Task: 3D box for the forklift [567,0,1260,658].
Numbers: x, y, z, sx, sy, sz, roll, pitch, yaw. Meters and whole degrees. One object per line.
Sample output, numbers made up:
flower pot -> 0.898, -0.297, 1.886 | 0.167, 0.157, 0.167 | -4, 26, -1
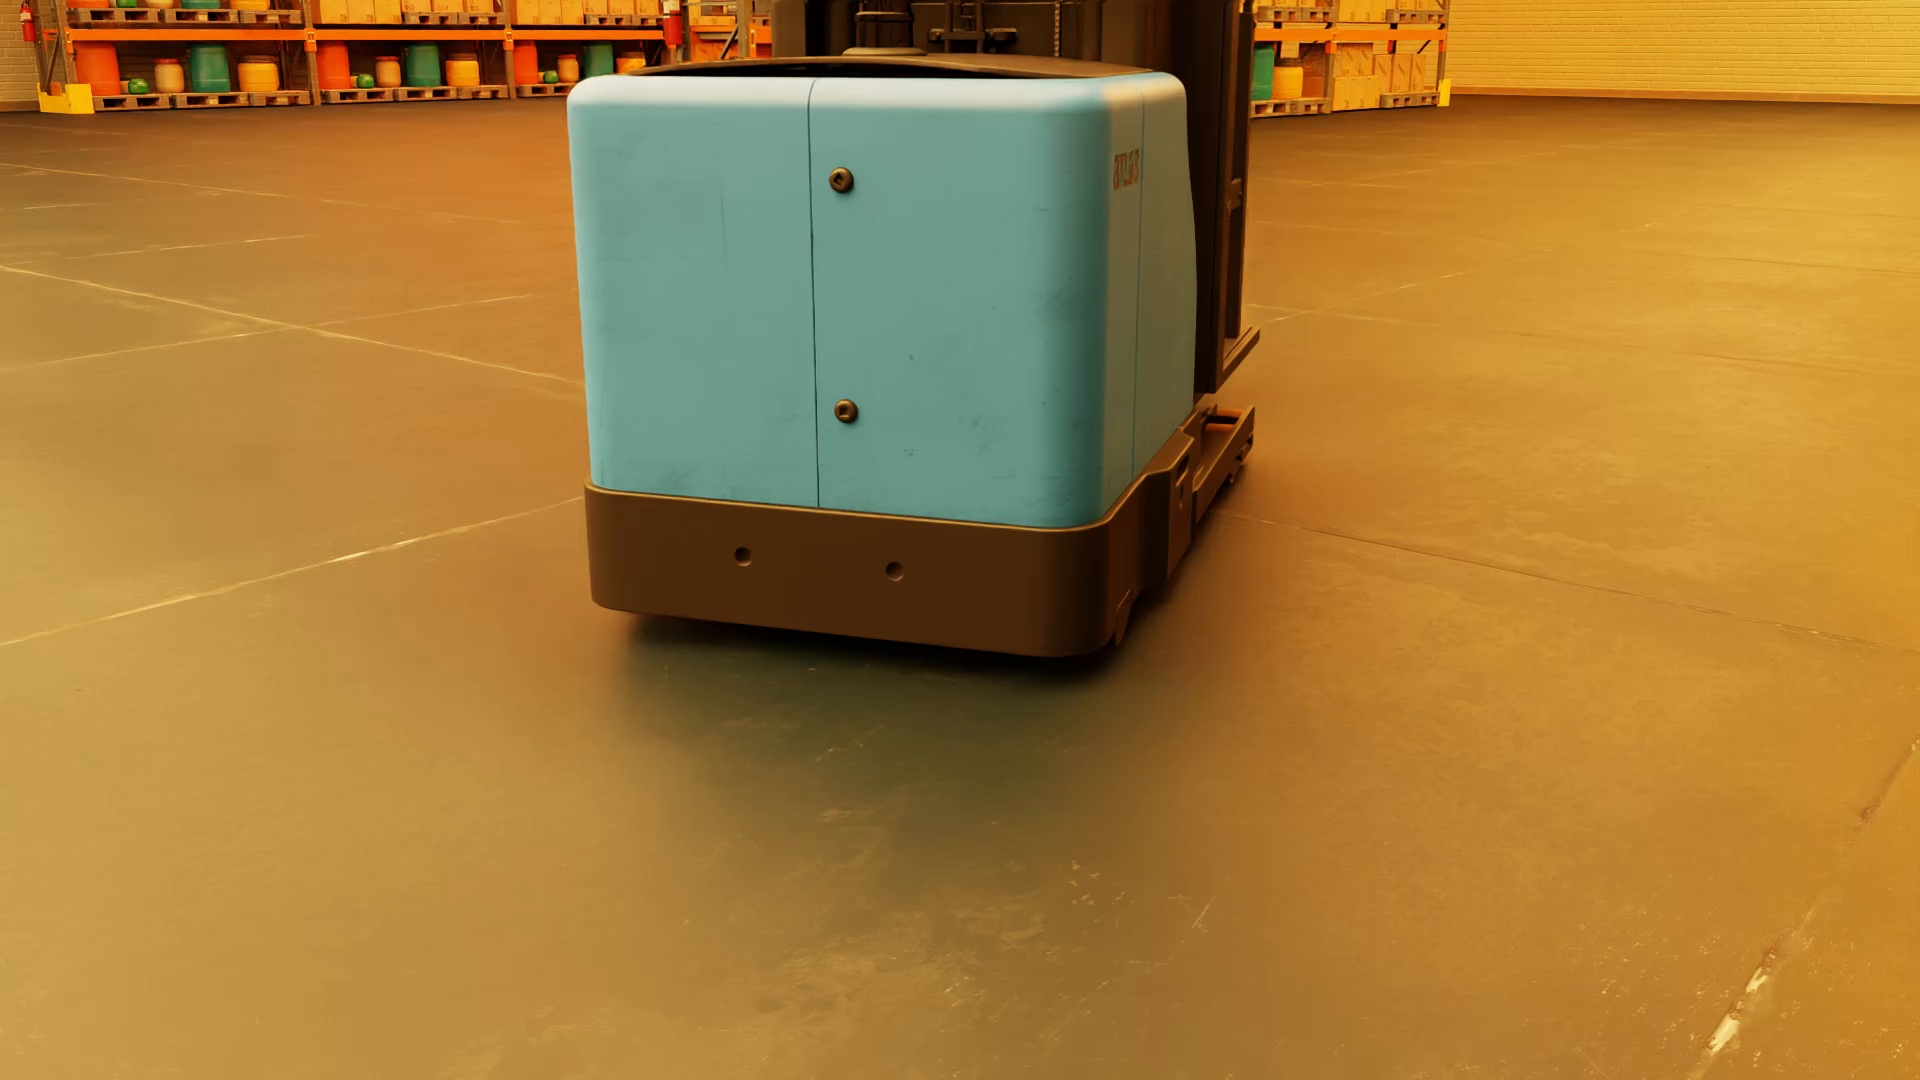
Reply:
forklift -> 0.189, -1.578, 4.095 | 1.130, 2.935, 3.031 | 5, 18, 17
